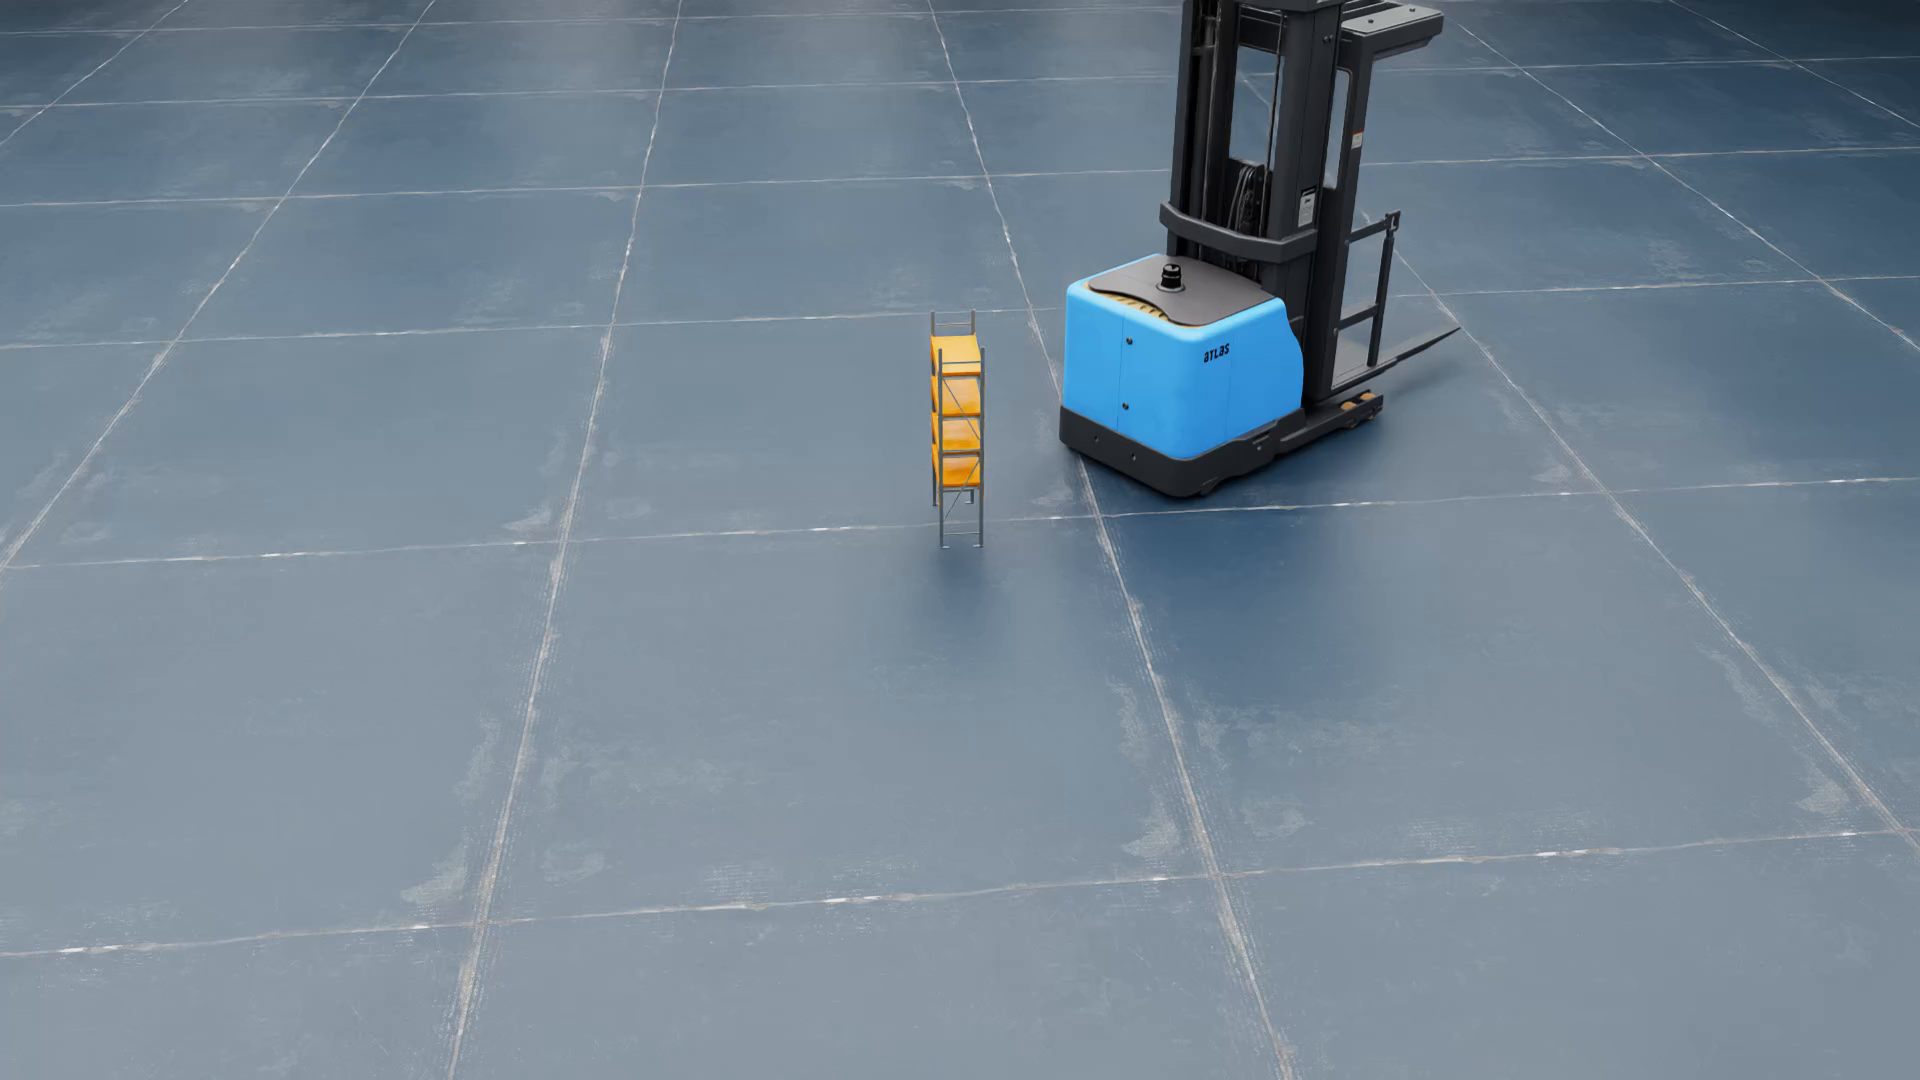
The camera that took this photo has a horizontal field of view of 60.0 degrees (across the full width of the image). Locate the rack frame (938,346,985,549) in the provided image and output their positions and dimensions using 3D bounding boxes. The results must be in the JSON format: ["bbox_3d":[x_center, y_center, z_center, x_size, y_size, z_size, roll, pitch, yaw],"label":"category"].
[{"bbox_3d":[0.007,-0.475,8.875,0.240,1.200,0.015,-3,31,-5],"label":"rack frame"}]

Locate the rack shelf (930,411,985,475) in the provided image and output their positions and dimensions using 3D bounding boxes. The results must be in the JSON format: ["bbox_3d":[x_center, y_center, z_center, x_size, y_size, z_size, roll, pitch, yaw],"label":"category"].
[{"bbox_3d":[-0.015,-0.542,9.118,0.258,0.148,0.480,-3,31,-5],"label":"rack shelf"}]

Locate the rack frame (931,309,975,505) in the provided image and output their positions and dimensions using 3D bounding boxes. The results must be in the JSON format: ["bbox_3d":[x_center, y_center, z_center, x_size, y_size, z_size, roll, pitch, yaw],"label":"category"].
[{"bbox_3d":[-0.038,-0.724,9.292,0.240,1.200,0.015,-3,31,-5],"label":"rack frame"}]

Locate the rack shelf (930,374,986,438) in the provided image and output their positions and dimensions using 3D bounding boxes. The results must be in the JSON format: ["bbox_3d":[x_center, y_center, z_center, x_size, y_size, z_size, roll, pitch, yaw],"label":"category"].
[{"bbox_3d":[-0.015,-0.734,9.004,0.258,0.148,0.480,-3,31,-5],"label":"rack shelf"}]

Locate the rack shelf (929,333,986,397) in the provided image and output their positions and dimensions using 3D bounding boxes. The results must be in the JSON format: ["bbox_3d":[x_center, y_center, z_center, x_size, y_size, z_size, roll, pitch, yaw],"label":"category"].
[{"bbox_3d":[-0.015,-0.937,8.882,0.258,0.148,0.480,-3,31,-5],"label":"rack shelf"}]

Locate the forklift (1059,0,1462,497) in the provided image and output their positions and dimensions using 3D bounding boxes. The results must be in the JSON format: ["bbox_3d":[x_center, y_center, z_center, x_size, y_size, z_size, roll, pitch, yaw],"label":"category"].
[{"bbox_3d":[2.042,-2.135,9.967,3.031,2.935,1.130,-24,39,-35],"label":"forklift"}]

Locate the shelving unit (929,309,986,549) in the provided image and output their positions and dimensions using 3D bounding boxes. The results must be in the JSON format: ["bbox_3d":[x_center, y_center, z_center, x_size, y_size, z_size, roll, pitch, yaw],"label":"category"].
[{"bbox_3d":[-0.015,-0.600,9.084,0.258,1.200,0.503,-3,31,-5],"label":"shelving unit"}]

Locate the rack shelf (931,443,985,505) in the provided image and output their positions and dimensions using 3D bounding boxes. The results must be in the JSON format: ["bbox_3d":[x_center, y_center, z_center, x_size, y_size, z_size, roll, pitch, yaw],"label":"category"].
[{"bbox_3d":[-0.015,-0.371,9.220,0.258,0.148,0.480,-3,31,-5],"label":"rack shelf"}]
